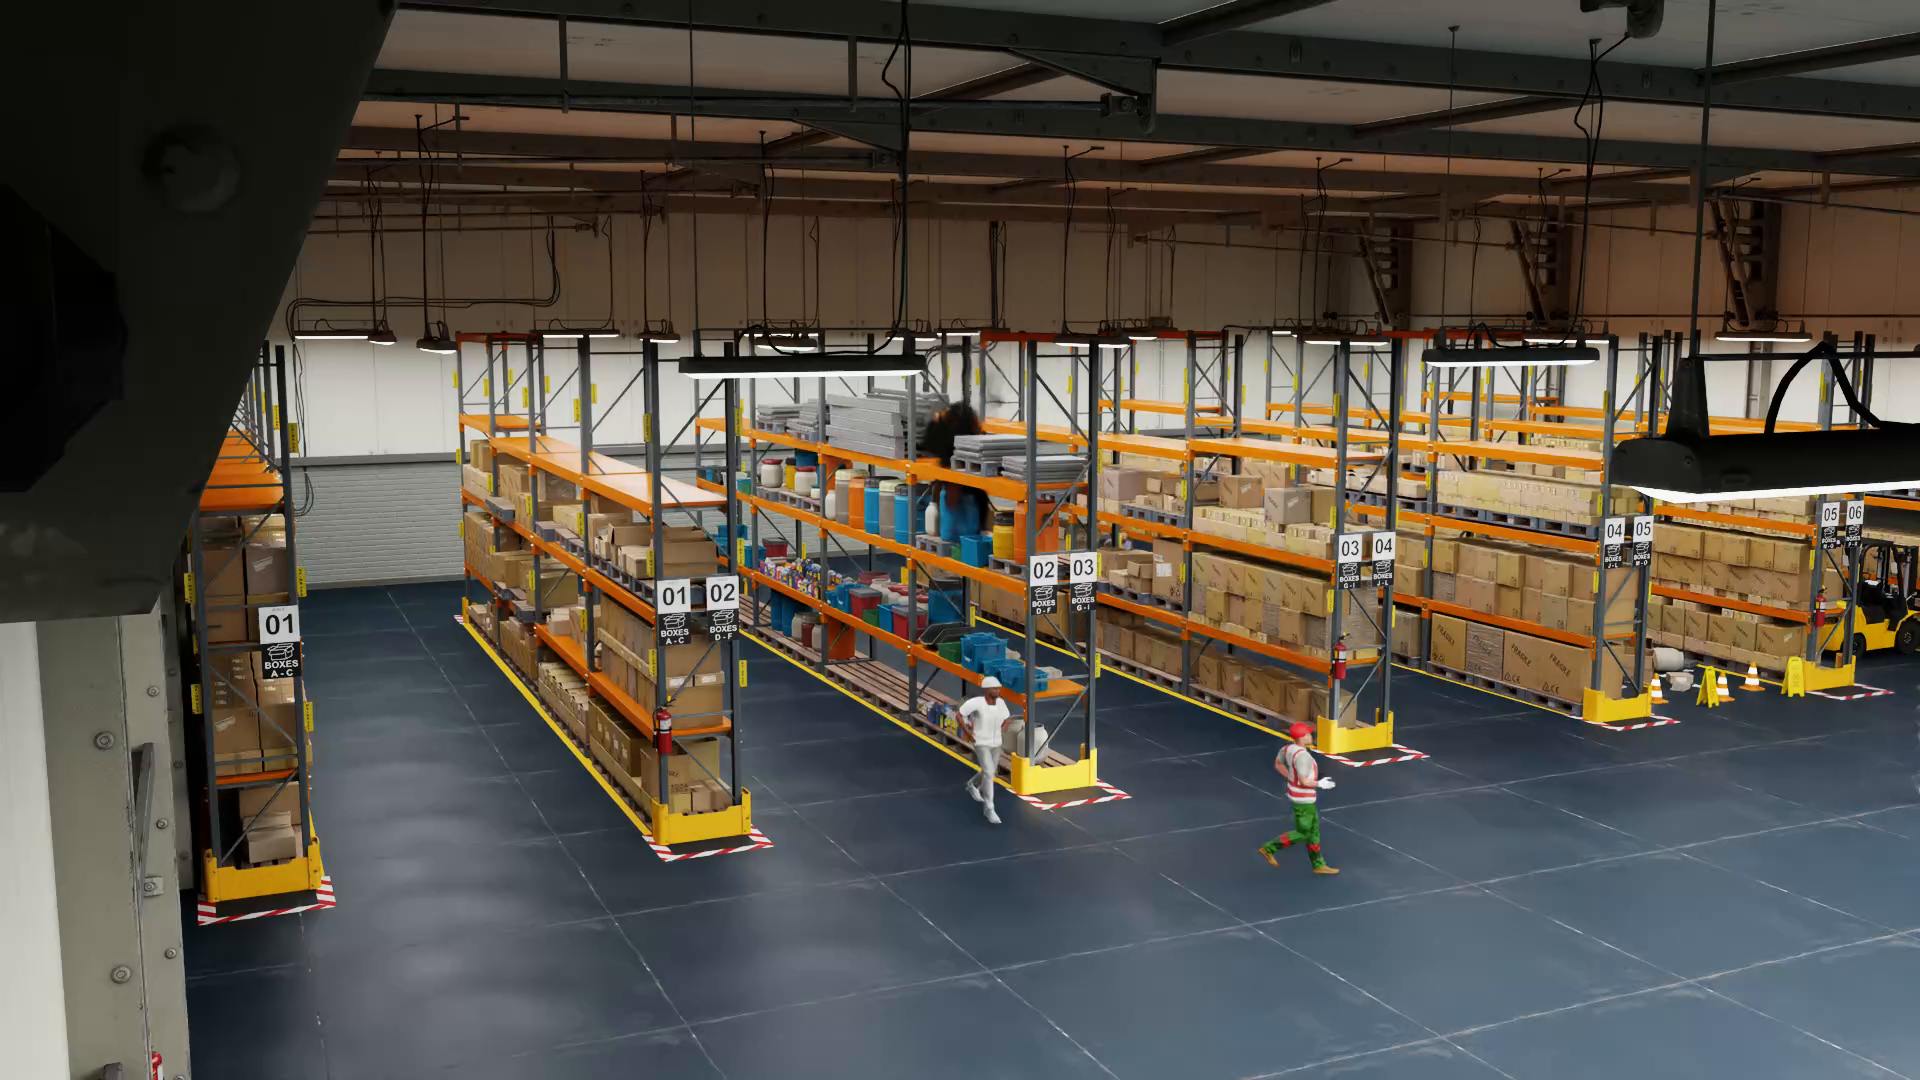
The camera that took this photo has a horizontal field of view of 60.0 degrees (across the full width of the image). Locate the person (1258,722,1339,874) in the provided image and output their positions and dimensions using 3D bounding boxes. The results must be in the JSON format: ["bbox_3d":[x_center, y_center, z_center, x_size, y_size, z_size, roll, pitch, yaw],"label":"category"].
[{"bbox_3d":[3.834,2.921,18.761,0.947,1.770,0.656,0,8,-2],"label":"person"}]

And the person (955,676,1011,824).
[{"bbox_3d":[0.380,2.610,21.218,0.713,1.757,0.991,-6,10,-39],"label":"person"}]

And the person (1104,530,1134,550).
[{"bbox_3d":[3.528,0.552,37.000,0.594,1.602,0.881,-4,9,-29],"label":"person"}]
